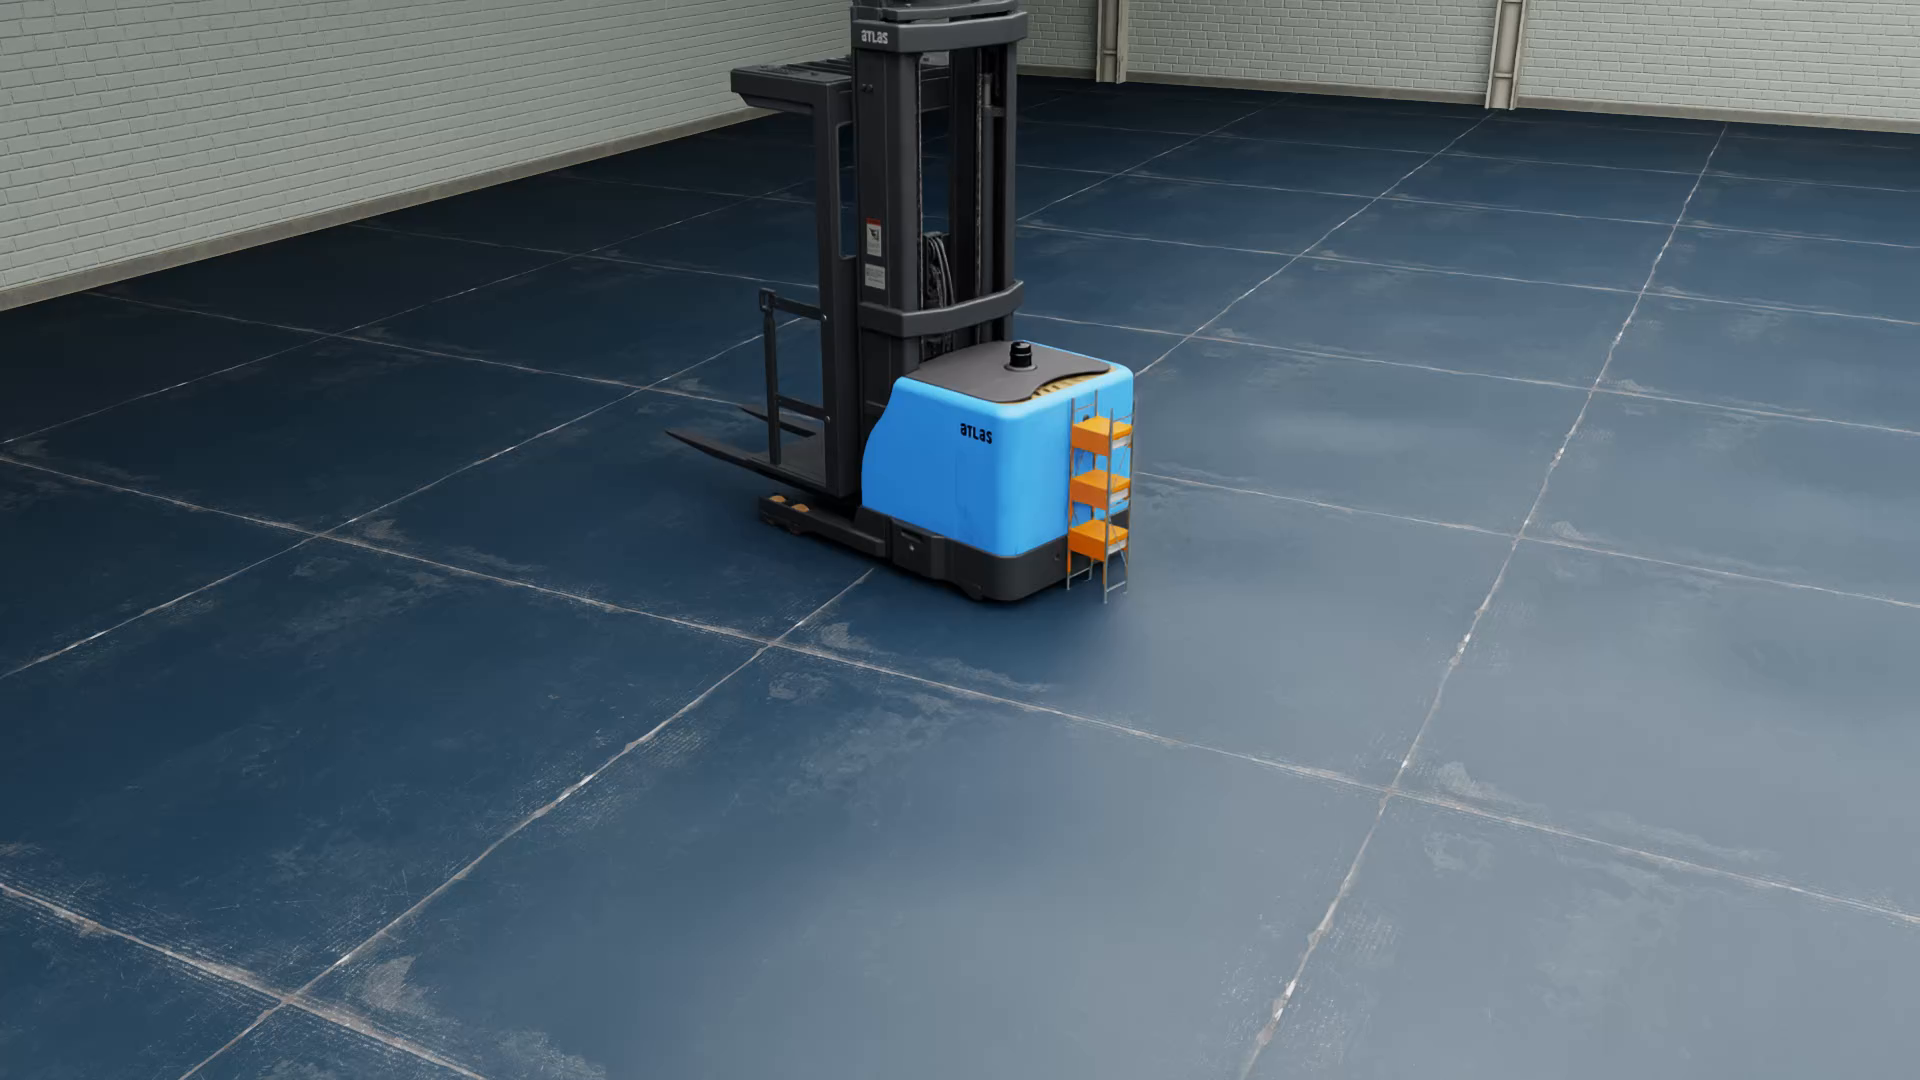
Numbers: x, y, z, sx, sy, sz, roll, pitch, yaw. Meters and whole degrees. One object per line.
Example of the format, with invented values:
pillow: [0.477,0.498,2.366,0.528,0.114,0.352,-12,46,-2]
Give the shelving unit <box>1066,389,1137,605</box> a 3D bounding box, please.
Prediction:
shelving unit: [0.712,-0.214,8.412,0.252,1.050,0.215,20,30,39]

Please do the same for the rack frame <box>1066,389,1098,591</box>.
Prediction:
rack frame: [0.623,-0.247,8.489,0.008,1.050,0.200,20,30,39]

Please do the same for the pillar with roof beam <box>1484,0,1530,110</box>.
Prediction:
pillar with roof beam: [5.801,-8.834,18.523,0.400,9.000,9.100,11,25,25]

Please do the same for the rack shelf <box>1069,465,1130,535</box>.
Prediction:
rack shelf: [0.712,-0.204,8.416,0.240,0.259,0.215,20,30,39]

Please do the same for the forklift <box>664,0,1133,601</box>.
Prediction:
forklift: [-0.502,-1.514,9.065,3.031,2.935,1.130,20,30,39]

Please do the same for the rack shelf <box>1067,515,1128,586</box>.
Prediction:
rack shelf: [0.712,0.051,8.525,0.240,0.259,0.215,20,30,39]

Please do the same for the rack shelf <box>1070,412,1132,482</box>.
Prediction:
rack shelf: [0.712,-0.466,8.305,0.240,0.259,0.215,20,30,39]

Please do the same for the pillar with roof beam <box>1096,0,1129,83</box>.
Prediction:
pillar with roof beam: [0.447,-9.893,21.014,0.400,9.000,9.100,11,25,25]

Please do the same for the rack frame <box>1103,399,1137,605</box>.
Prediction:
rack frame: [0.801,-0.181,8.335,0.008,1.050,0.200,20,30,39]
